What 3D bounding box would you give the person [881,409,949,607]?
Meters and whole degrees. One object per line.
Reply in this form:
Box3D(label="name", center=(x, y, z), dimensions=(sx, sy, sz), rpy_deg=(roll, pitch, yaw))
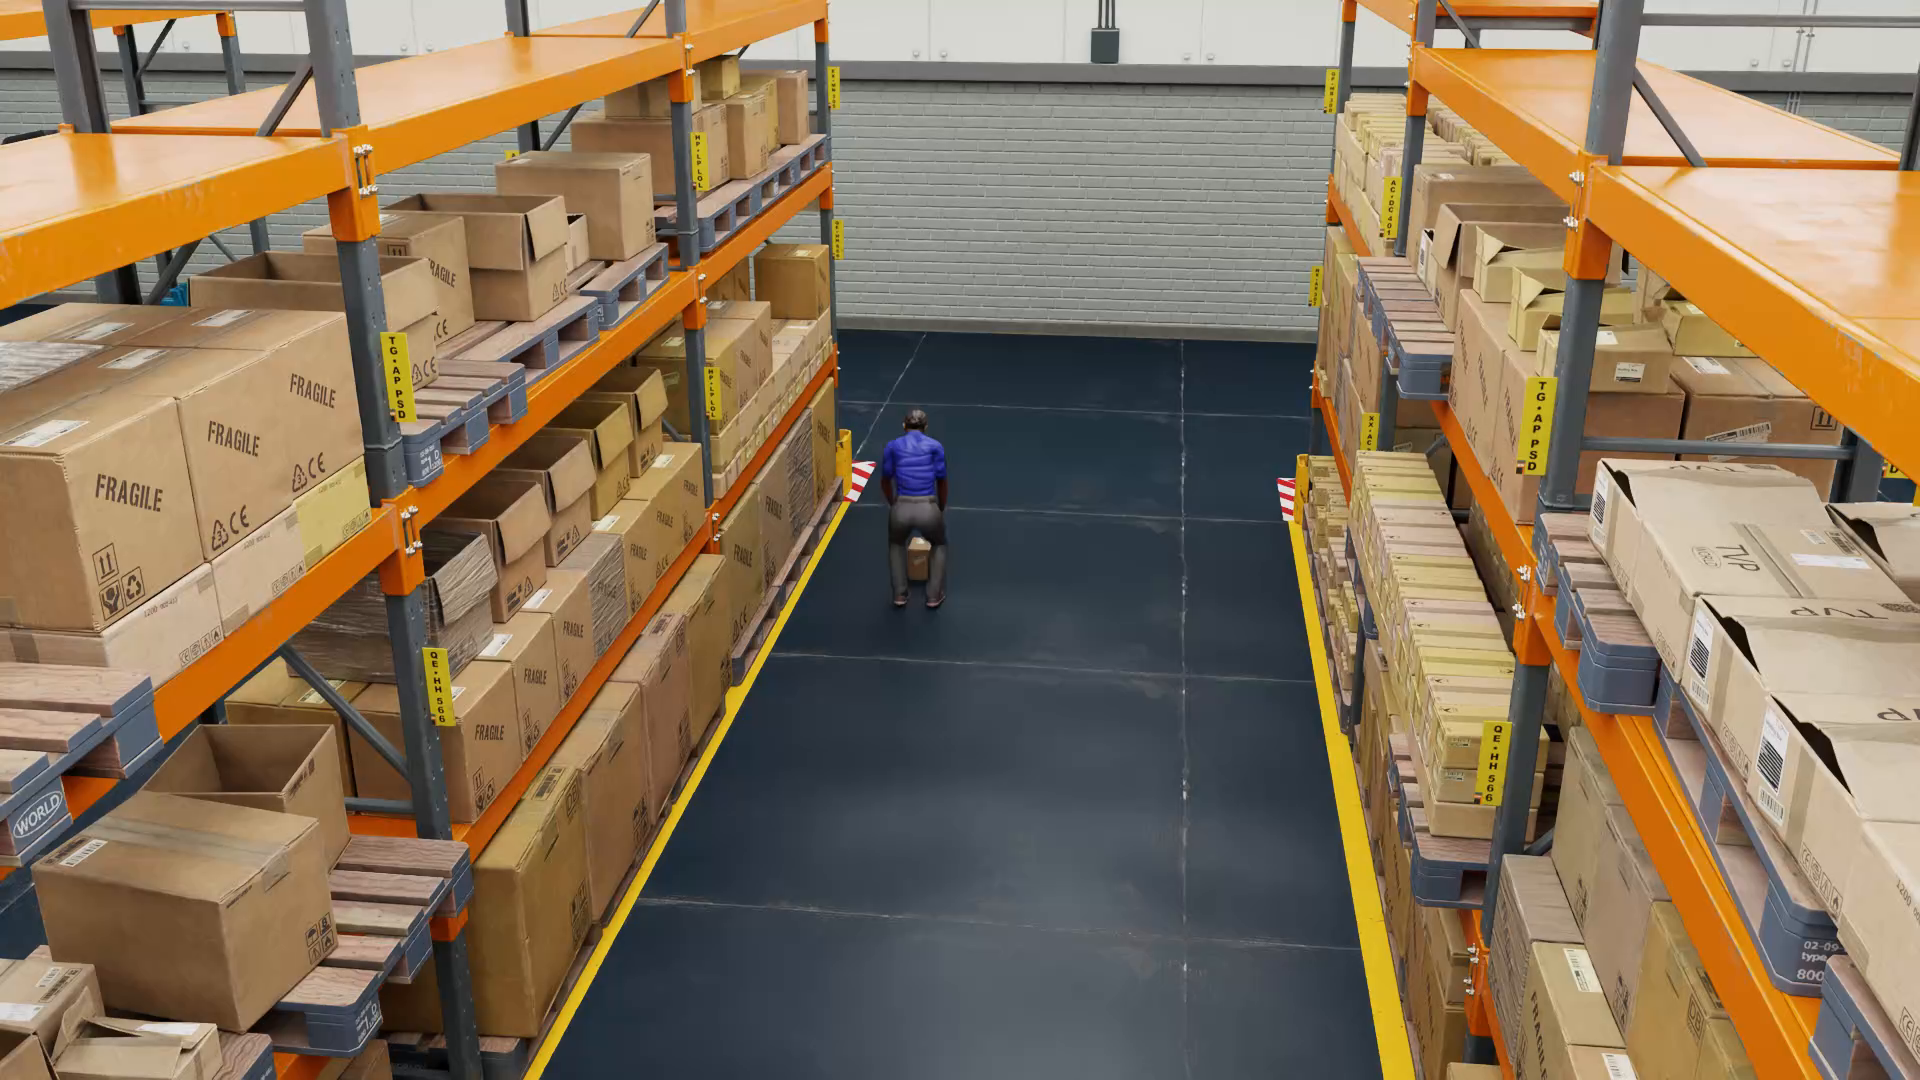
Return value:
Box3D(label="person", center=(-0.340, -0.215, 12.026), dimensions=(0.495, 1.390, 0.617), rpy_deg=(3, 21, 7))
